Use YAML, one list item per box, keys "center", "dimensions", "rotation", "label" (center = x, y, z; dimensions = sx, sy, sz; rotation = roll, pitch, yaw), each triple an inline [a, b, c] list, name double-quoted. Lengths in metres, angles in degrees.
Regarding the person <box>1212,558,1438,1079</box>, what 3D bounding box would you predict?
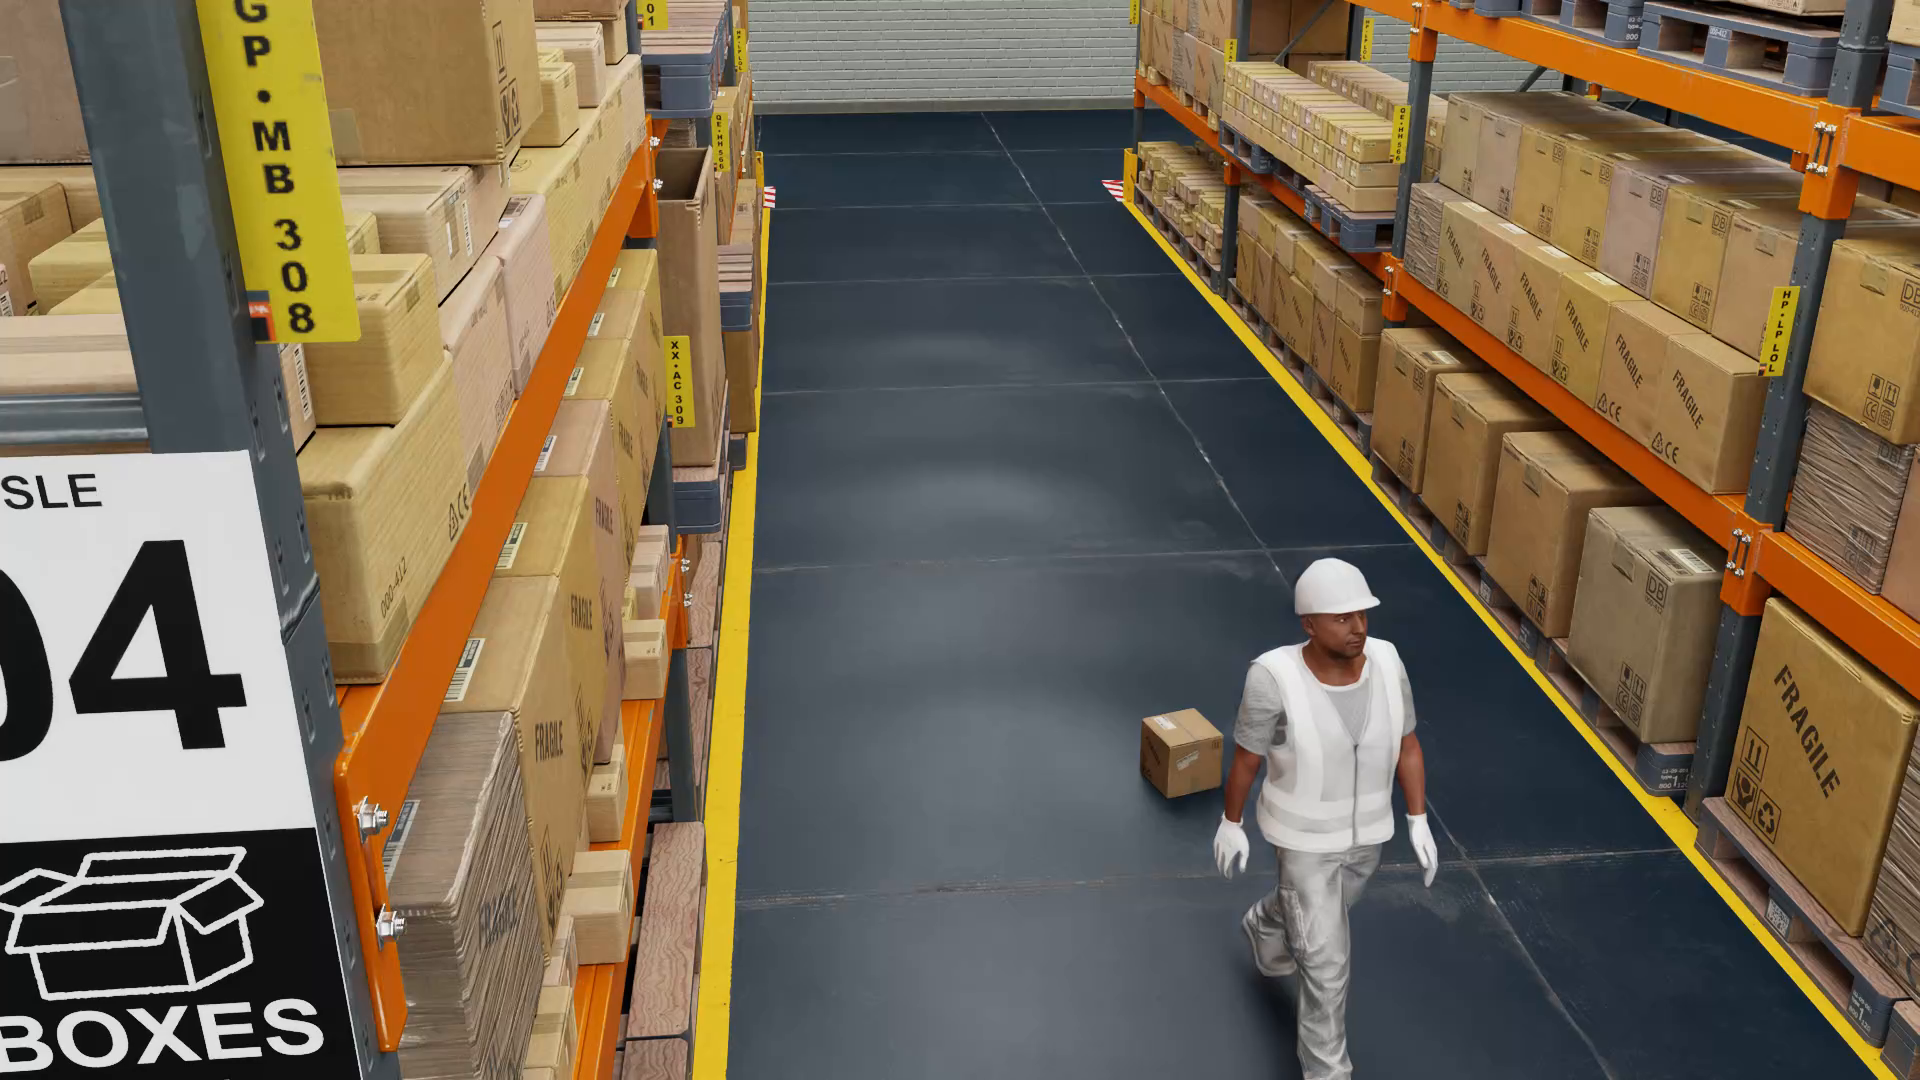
- center: [1.125, 0.874, 5.082]
  dimensions: [0.593, 1.738, 1.072]
  rotation: [-9, 25, -20]
  label: "person"
